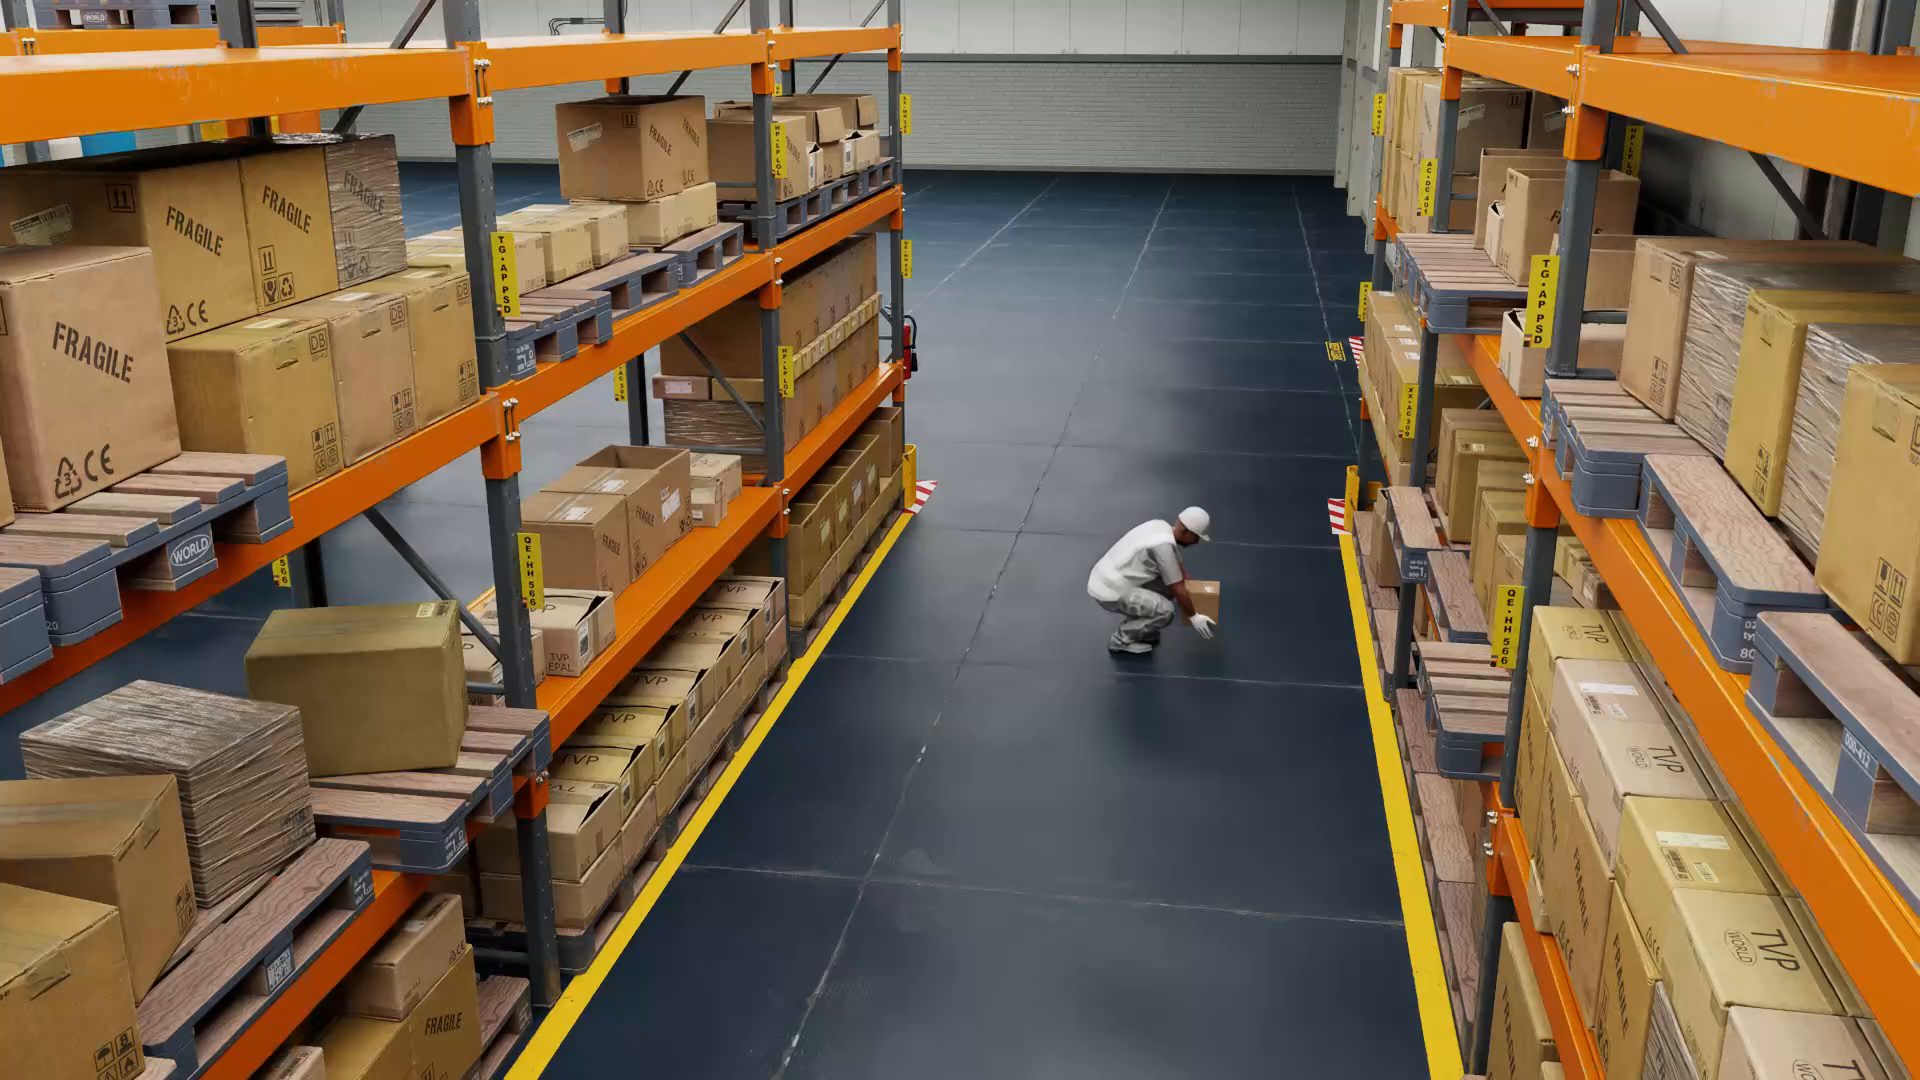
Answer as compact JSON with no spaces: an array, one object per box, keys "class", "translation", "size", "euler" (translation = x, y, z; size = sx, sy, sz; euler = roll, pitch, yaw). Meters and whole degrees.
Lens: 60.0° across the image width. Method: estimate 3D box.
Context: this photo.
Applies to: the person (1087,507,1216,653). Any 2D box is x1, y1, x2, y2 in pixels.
[{"class":"person","translation":[1.337,0.257,11.512],"size":[0.901,1.004,0.565],"euler":[3,18,8]}]
